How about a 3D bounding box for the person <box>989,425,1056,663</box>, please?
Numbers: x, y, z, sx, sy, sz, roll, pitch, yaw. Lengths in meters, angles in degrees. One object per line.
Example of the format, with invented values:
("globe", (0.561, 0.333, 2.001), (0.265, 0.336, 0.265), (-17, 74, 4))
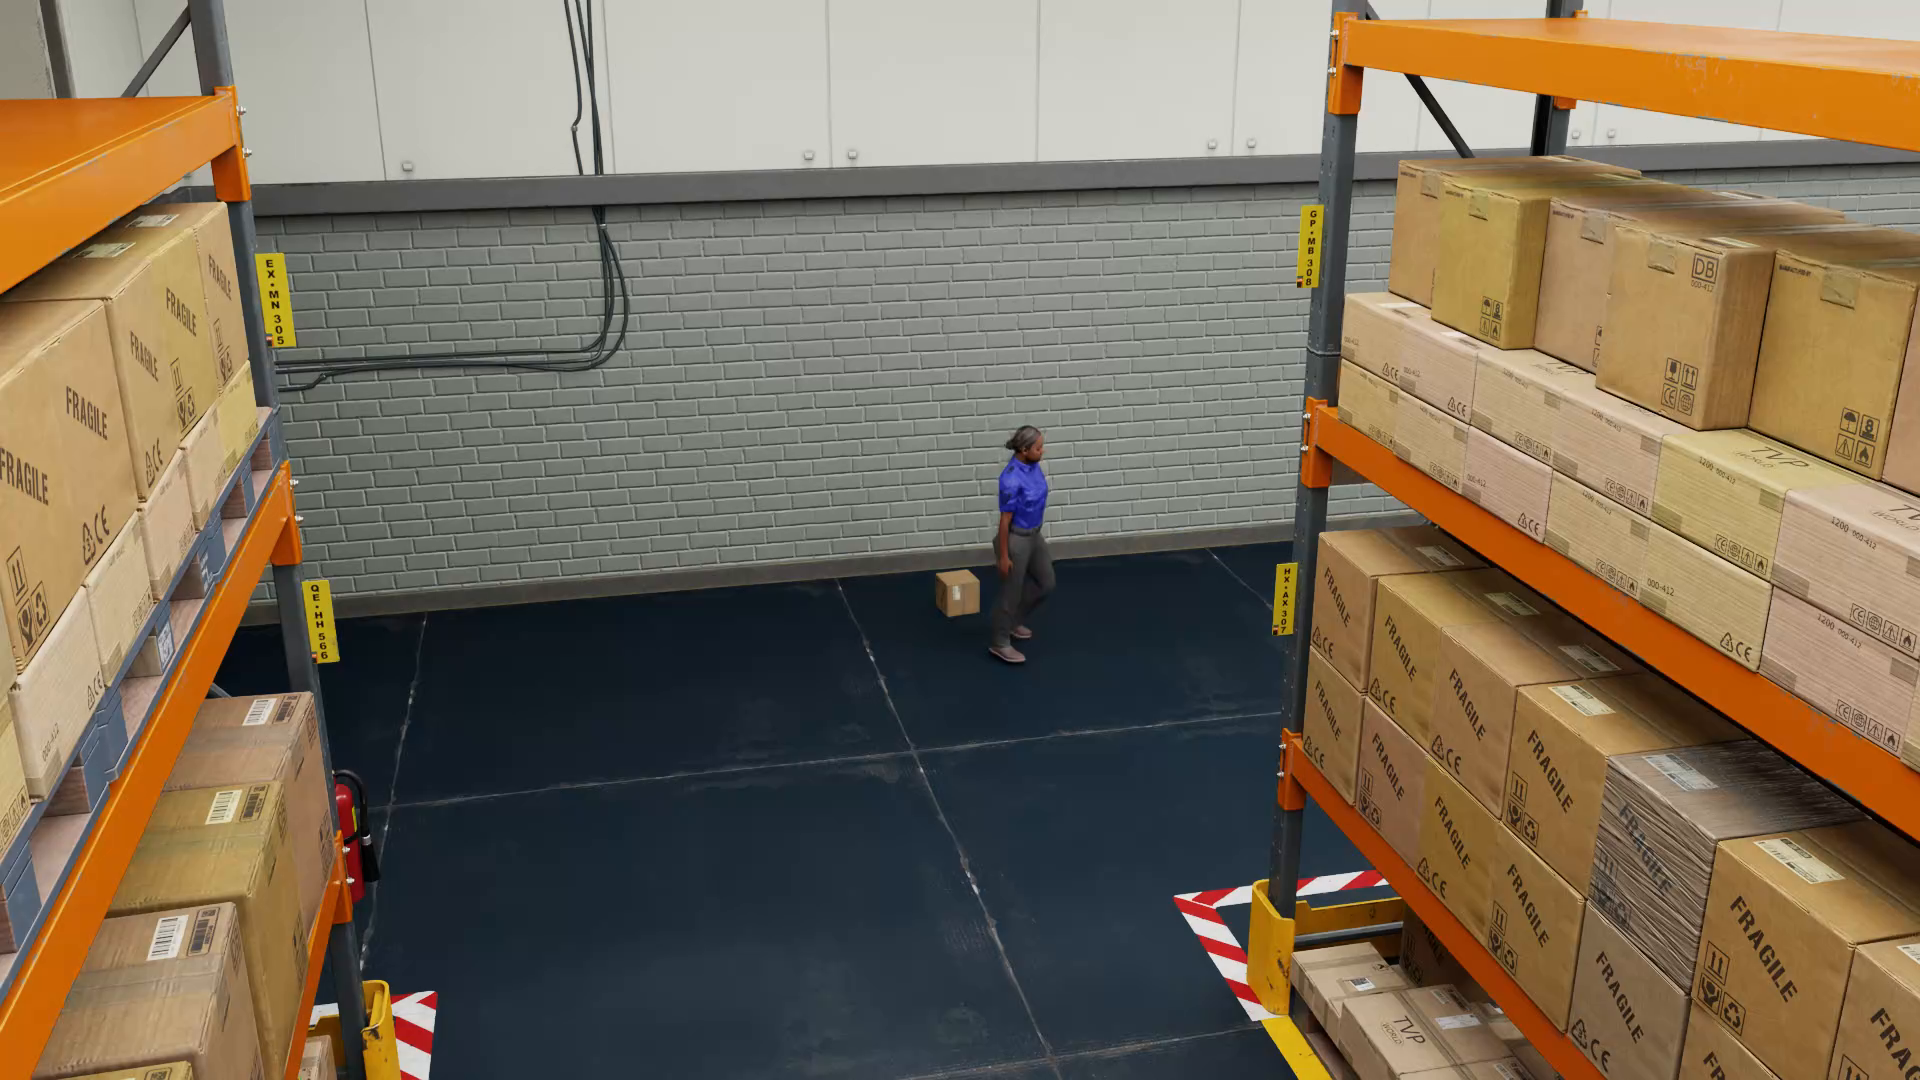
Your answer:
("person", (0.381, 0.005, 11.016), (0.439, 1.647, 0.584), (11, 22, 28))
